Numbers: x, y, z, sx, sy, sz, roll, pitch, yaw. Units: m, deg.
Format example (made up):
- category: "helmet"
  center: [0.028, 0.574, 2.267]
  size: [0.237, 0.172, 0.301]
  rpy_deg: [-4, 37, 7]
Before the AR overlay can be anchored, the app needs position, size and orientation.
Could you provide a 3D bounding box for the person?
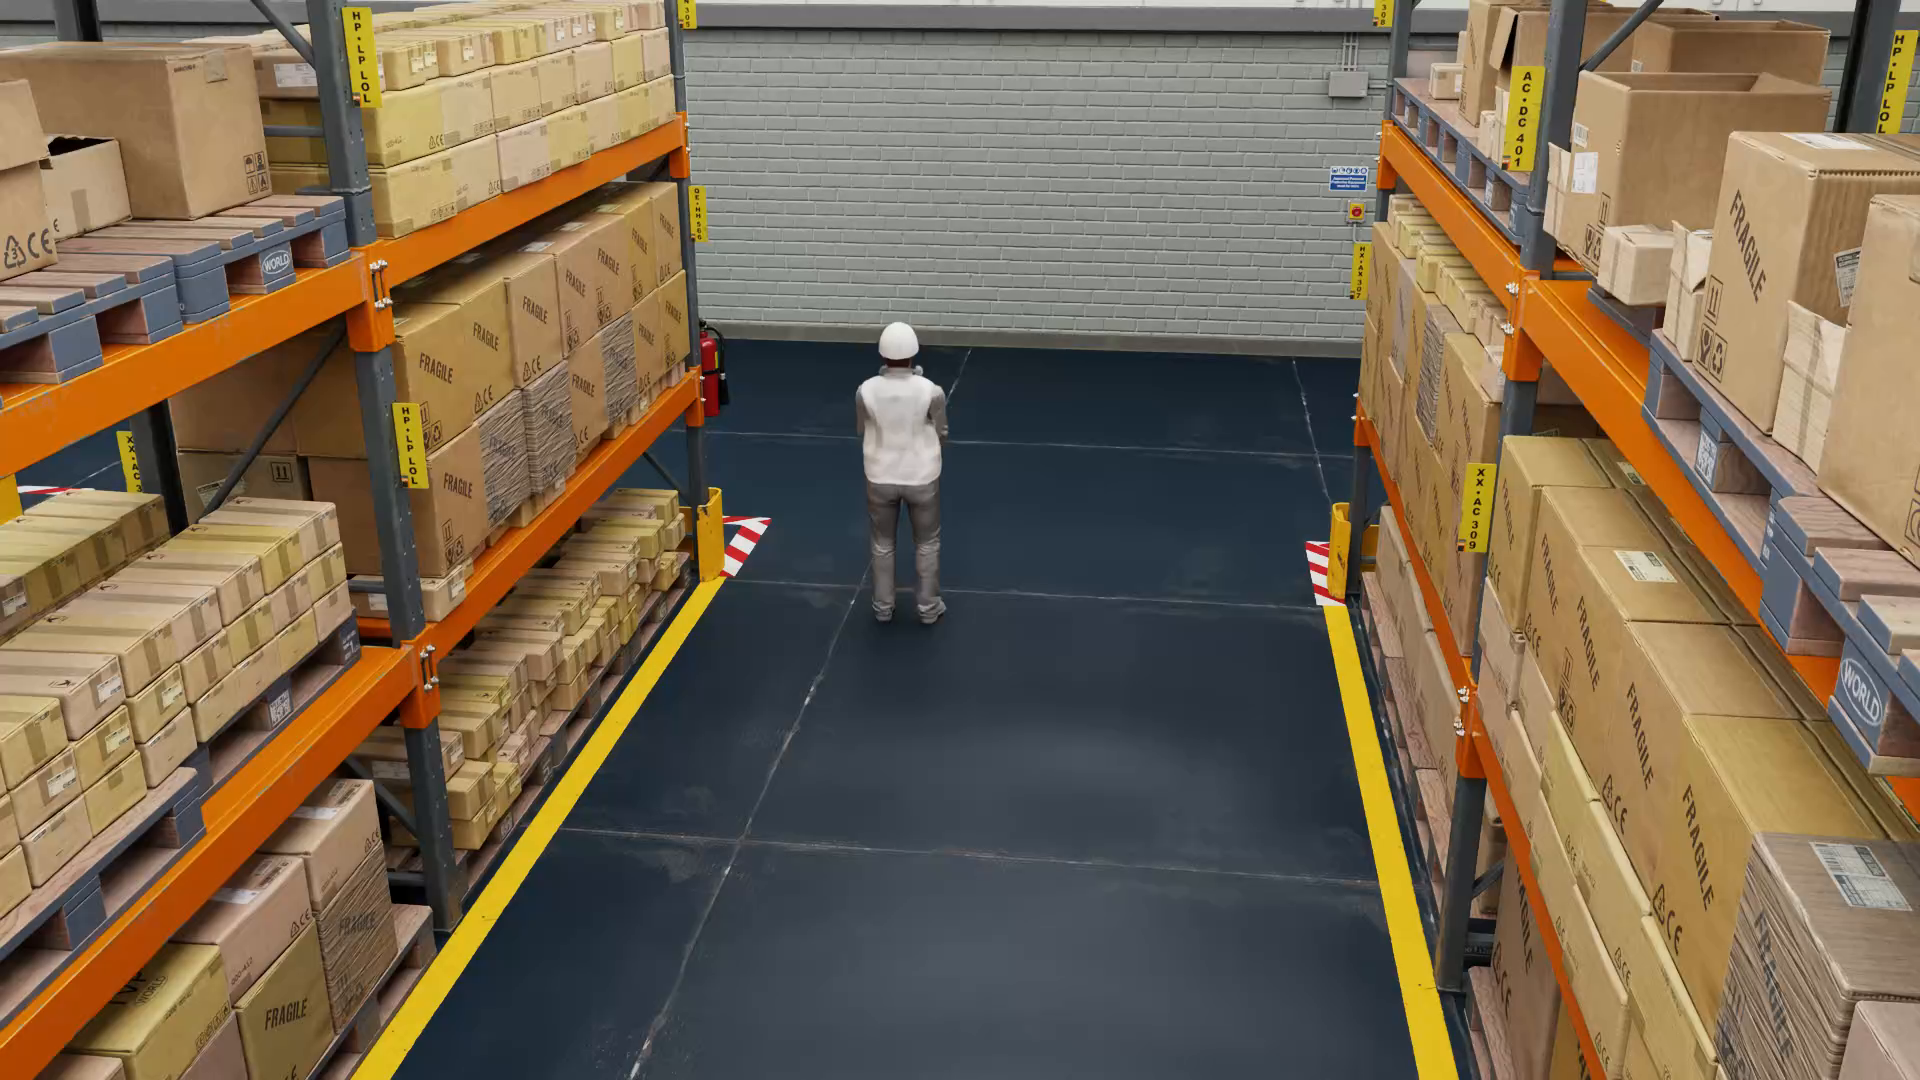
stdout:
- category: "person"
  center: [-0.319, -0.400, 9.579]
  size: [0.519, 1.778, 0.529]
  rpy_deg: [2, 21, 6]
